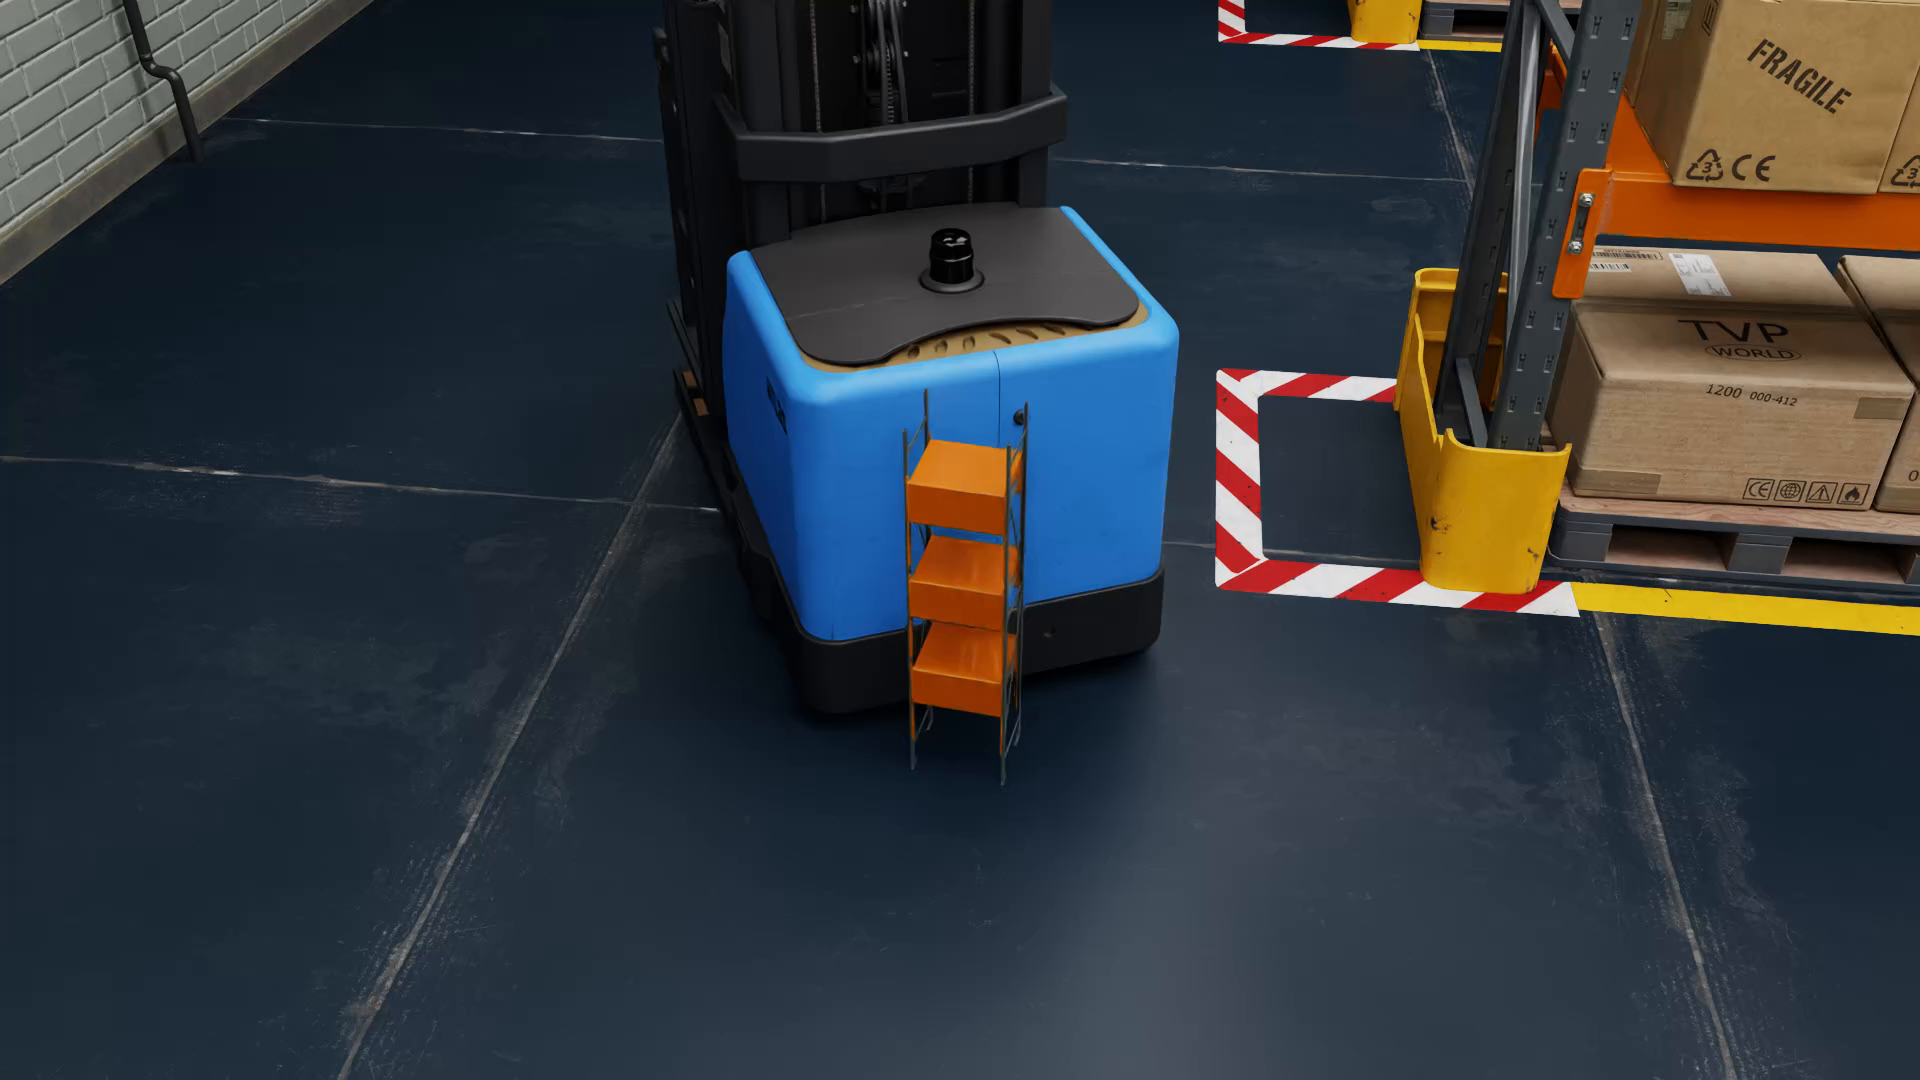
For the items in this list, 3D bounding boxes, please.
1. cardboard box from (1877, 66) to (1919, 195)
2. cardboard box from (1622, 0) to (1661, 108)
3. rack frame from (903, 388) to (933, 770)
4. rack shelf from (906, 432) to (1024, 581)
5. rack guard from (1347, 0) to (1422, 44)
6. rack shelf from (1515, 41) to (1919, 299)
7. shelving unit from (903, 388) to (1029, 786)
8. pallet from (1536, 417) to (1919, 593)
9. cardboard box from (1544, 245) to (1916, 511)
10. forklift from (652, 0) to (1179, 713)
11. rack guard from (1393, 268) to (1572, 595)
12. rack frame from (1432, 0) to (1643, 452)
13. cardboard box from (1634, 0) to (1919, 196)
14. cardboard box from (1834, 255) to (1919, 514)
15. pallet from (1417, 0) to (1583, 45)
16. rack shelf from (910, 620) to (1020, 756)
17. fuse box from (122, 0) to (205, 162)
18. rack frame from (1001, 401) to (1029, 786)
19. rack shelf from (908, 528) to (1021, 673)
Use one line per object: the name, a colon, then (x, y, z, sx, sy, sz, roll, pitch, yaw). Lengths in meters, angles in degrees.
cardboard box: (2.620, -1.217, 4.287, 0.500, 0.500, 0.500, 4, 36, 5)
cardboard box: (2.187, -1.556, 4.762, 0.500, 0.500, 0.500, 4, 36, 6)
rack frame: (-0.102, 0.124, 4.172, 0.008, 1.050, 0.200, 8, 36, 12)
rack shelf: (0.016, -0.081, 3.989, 0.240, 0.259, 0.215, 8, 36, 12)
rack guard: (2.379, -3.236, 9.354, 0.348, 0.500, 1.175, 4, 36, 6)
rack shelf: (3.659, -0.958, 4.629, 4.000, 0.370, 1.077, 4, 36, 6)
shelving unit: (0.016, 0.141, 4.147, 0.252, 1.050, 0.215, 8, 36, 12)
pallet: (2.478, -0.250, 5.418, 1.213, 0.211, 1.003, 4, 36, 6)
cardboard box: (2.343, -0.535, 5.262, 0.875, 0.438, 0.875, 3, 36, 4)
forklift: (-0.368, -1.582, 4.943, 1.130, 2.935, 3.031, -11, 37, -15)
rack guard: (1.651, -0.383, 5.356, 0.348, 0.500, 1.175, 4, 36, 6)
rack frame: (1.675, -1.399, 4.628, 0.127, 3.000, 1.000, 4, 36, 6)
cardboard box: (2.115, -1.238, 4.317, 0.500, 0.500, 0.500, 4, 36, 6)
cardboard box: (3.251, -0.473, 5.174, 0.875, 0.438, 0.875, 5, 36, 7)
pallet: (3.170, -3.060, 9.356, 1.213, 0.211, 1.003, 4, 36, 6)
rack shelf: (0.016, 0.377, 4.314, 0.240, 0.259, 0.215, 8, 36, 12)
fuse box: (-3.508, -2.478, 7.248, 0.414, 1.711, 0.539, 4, 36, 6)
rack frame: (0.134, 0.159, 4.122, 0.008, 1.050, 0.200, 8, 36, 12)
rack shelf: (0.016, 0.150, 4.153, 0.240, 0.259, 0.215, 8, 36, 12)
